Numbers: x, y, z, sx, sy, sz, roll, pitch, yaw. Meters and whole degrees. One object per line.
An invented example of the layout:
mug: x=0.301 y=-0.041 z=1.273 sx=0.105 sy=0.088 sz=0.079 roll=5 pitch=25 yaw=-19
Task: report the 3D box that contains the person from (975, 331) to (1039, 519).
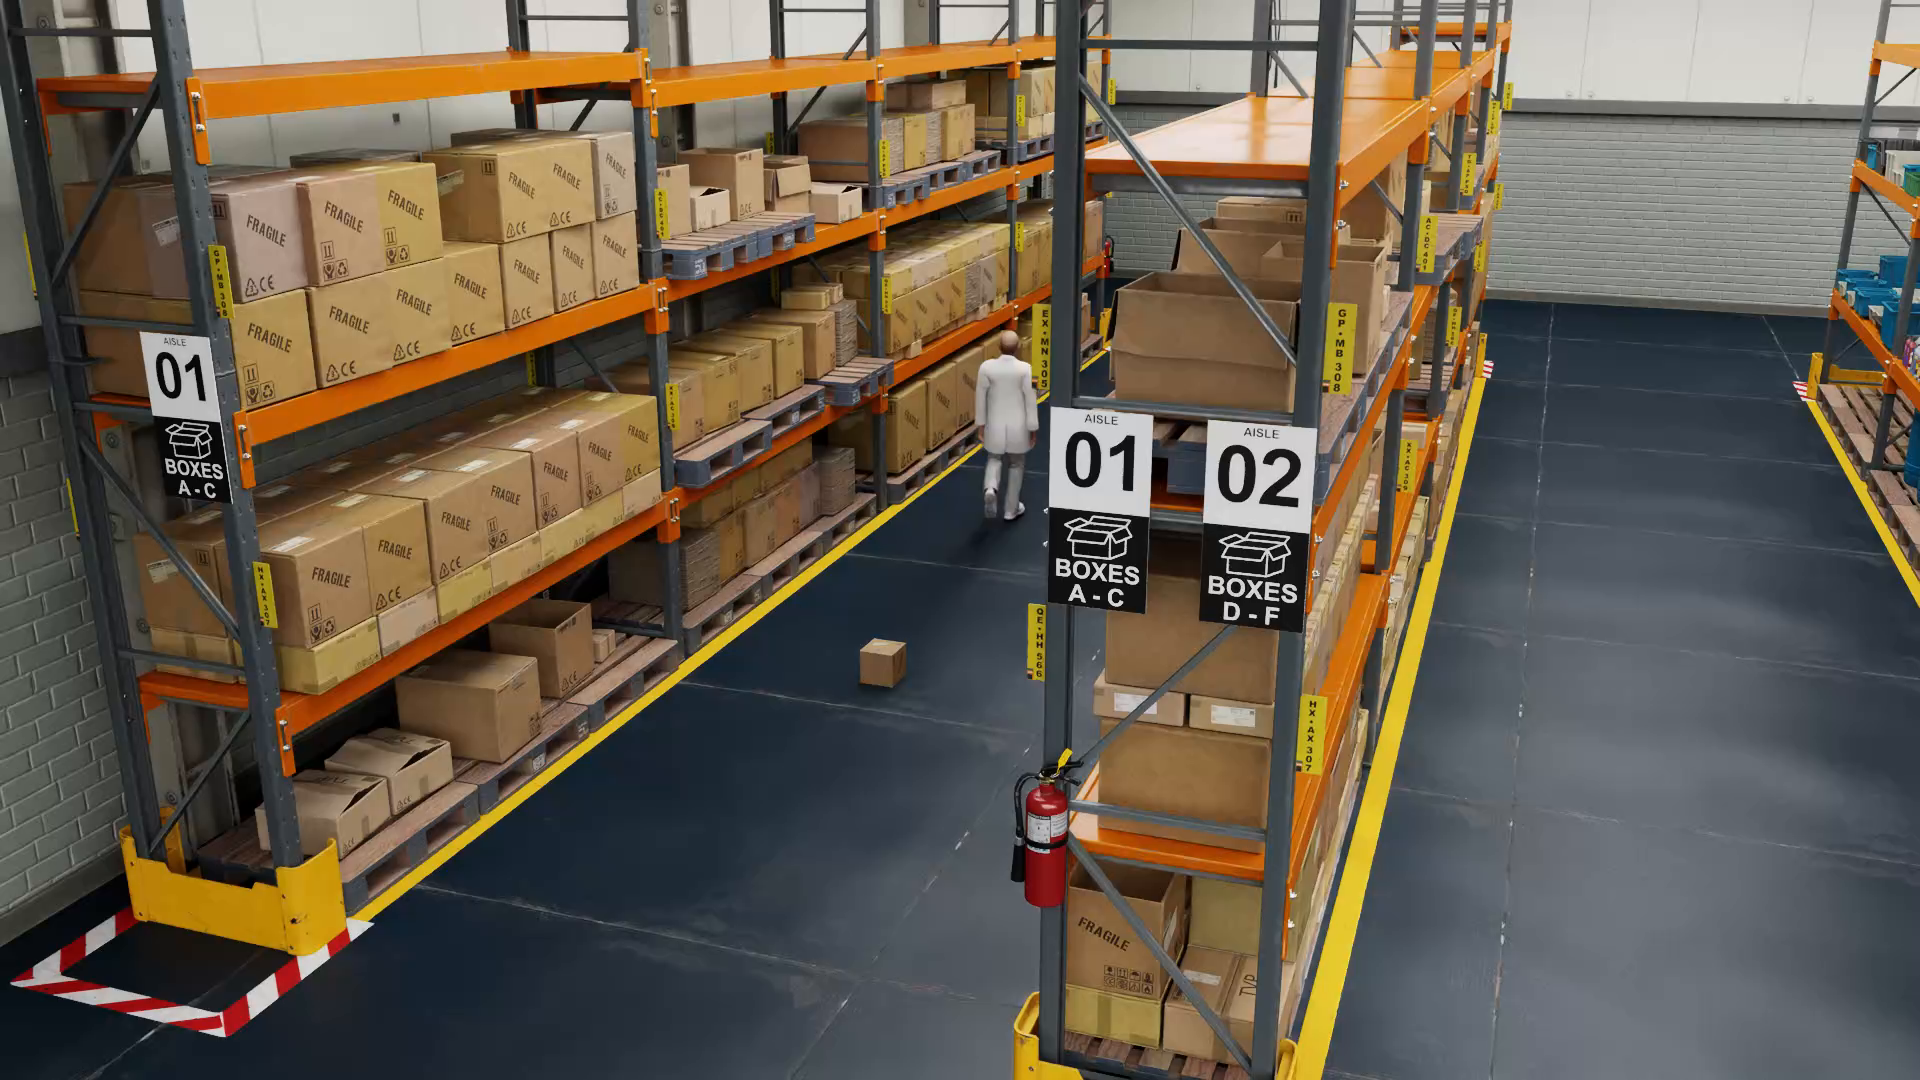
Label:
person: x=0.422 y=-1.030 z=15.117 sx=0.596 sy=1.765 sz=0.666 roll=4 pitch=19 yaw=13
